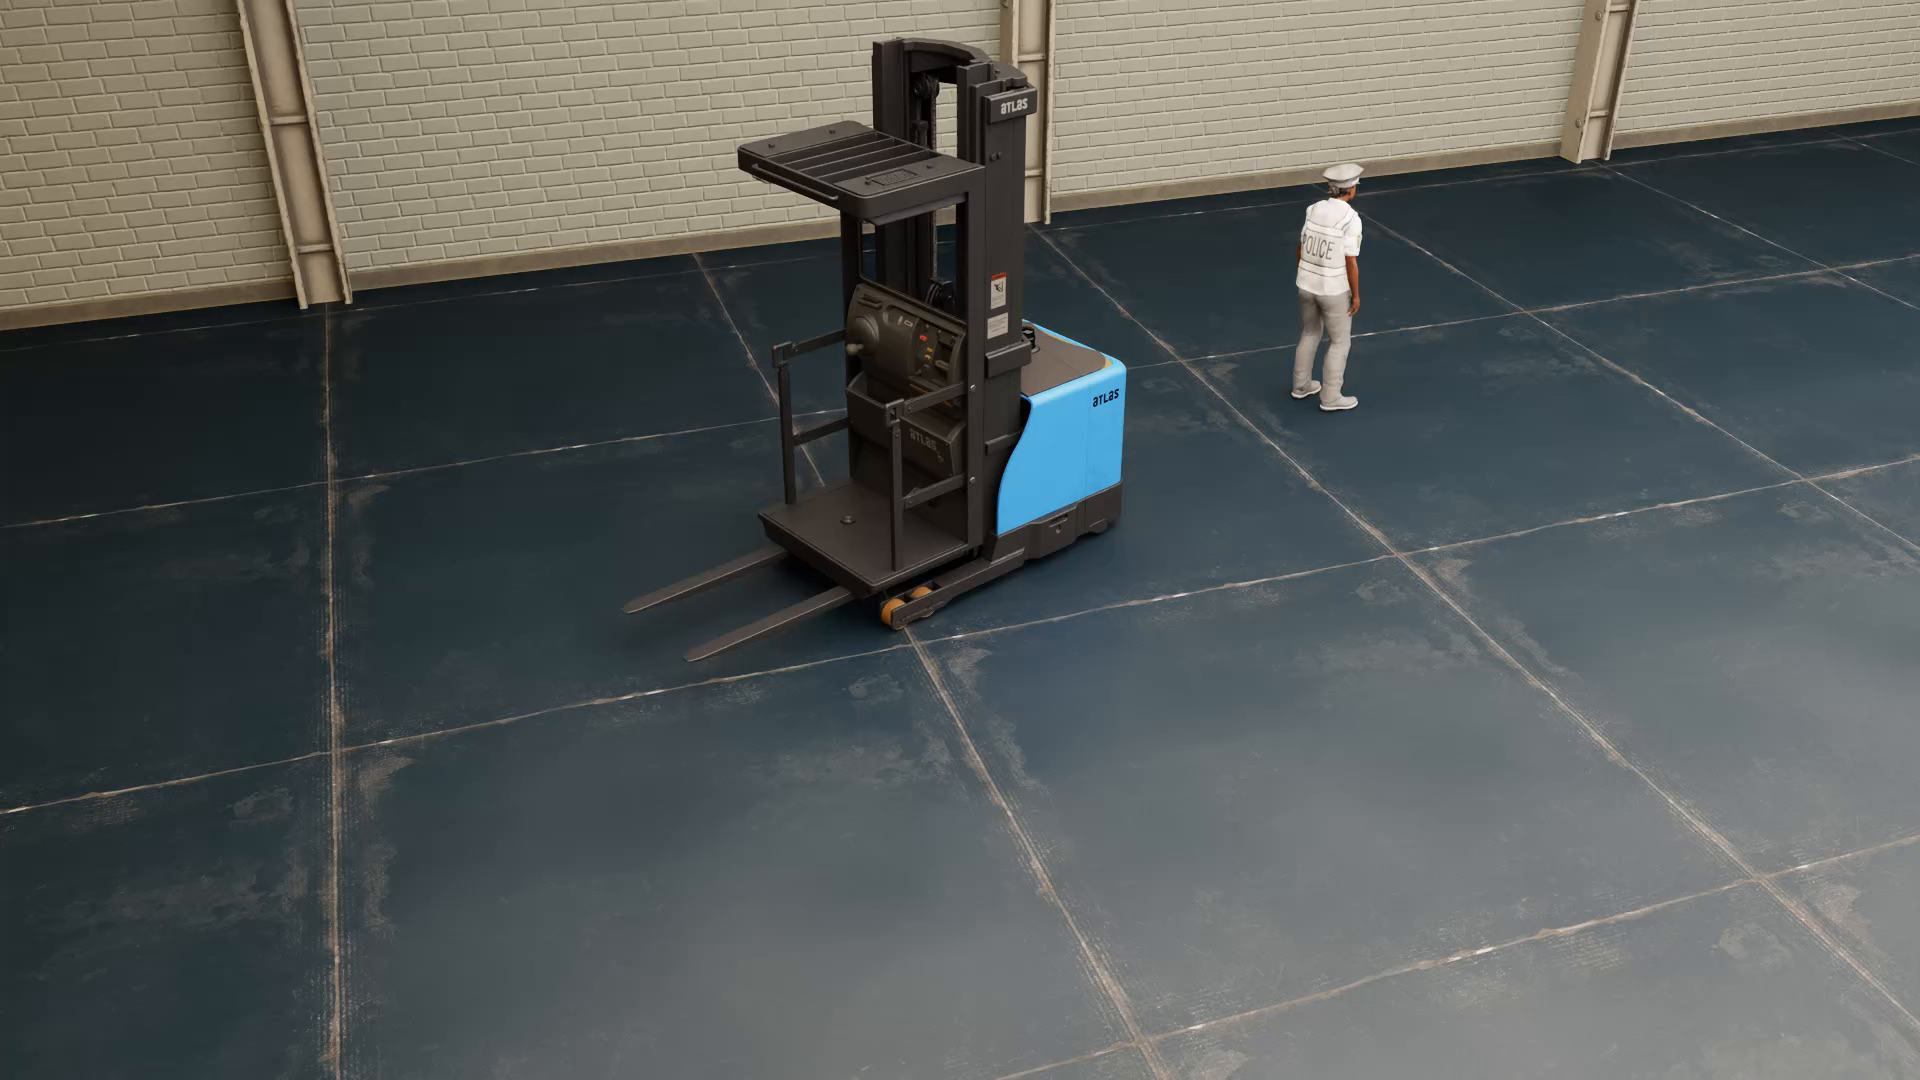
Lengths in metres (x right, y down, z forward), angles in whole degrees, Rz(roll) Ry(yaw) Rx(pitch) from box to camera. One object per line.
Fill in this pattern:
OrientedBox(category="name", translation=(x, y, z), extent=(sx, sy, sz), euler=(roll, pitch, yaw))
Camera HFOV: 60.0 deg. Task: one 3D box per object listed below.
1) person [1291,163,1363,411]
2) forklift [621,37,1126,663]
OrientedBox(category="person", translation=(2.517, -1.710, 11.336), extent=(0.398, 1.659, 0.530), euler=(-23, 37, -34))
OrientedBox(category="forklift", translation=(-0.461, -1.072, 8.951), extent=(3.031, 2.935, 1.130), euler=(-23, 37, -34))
